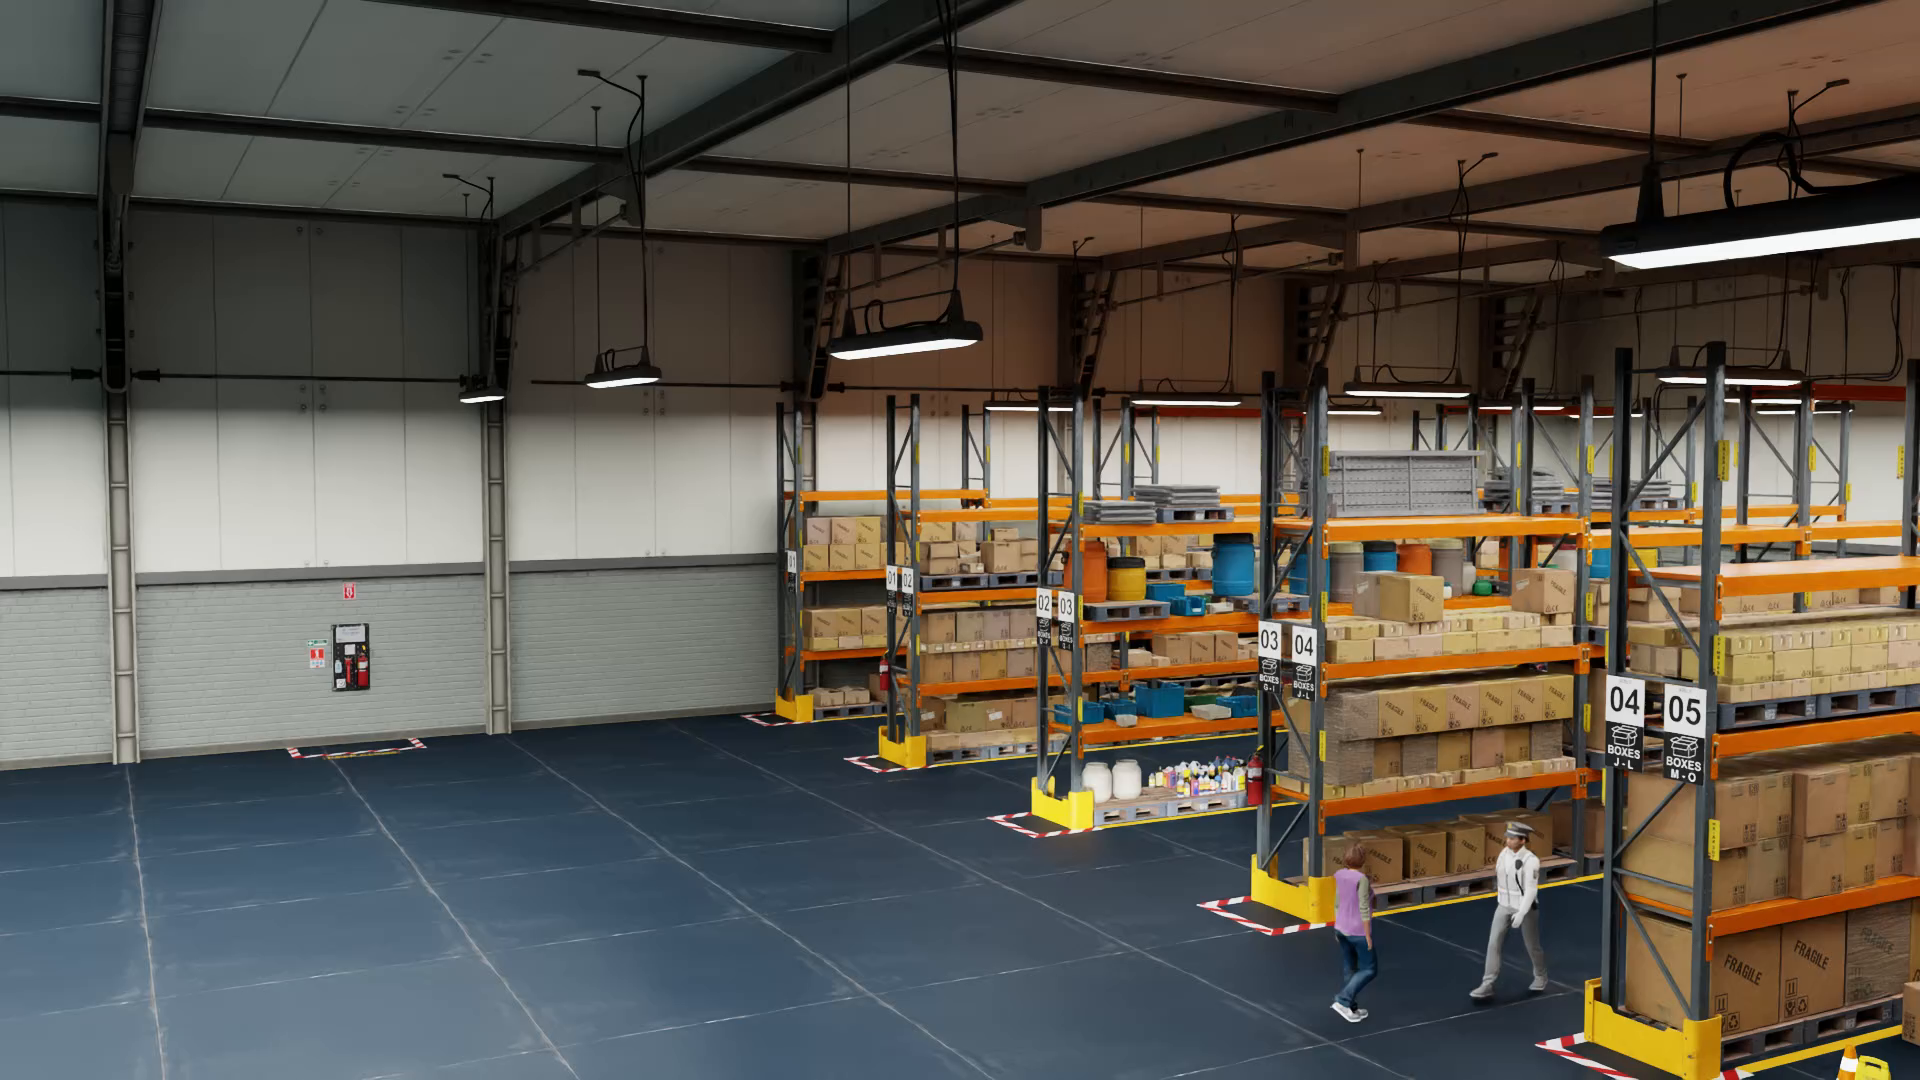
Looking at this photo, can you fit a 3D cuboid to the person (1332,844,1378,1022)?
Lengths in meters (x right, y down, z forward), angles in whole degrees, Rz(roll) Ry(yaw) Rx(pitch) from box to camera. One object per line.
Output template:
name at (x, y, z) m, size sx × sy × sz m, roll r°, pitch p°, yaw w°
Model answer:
person at (3.499, 3.544, 14.901) m, size 0.480 × 1.561 × 0.461 m, roll -2°, pitch 4°, yaw -29°

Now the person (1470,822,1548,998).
person at (5.177, 3.443, 15.562) m, size 0.969 × 1.626 × 0.504 m, roll -2°, pitch 4°, yaw -37°
